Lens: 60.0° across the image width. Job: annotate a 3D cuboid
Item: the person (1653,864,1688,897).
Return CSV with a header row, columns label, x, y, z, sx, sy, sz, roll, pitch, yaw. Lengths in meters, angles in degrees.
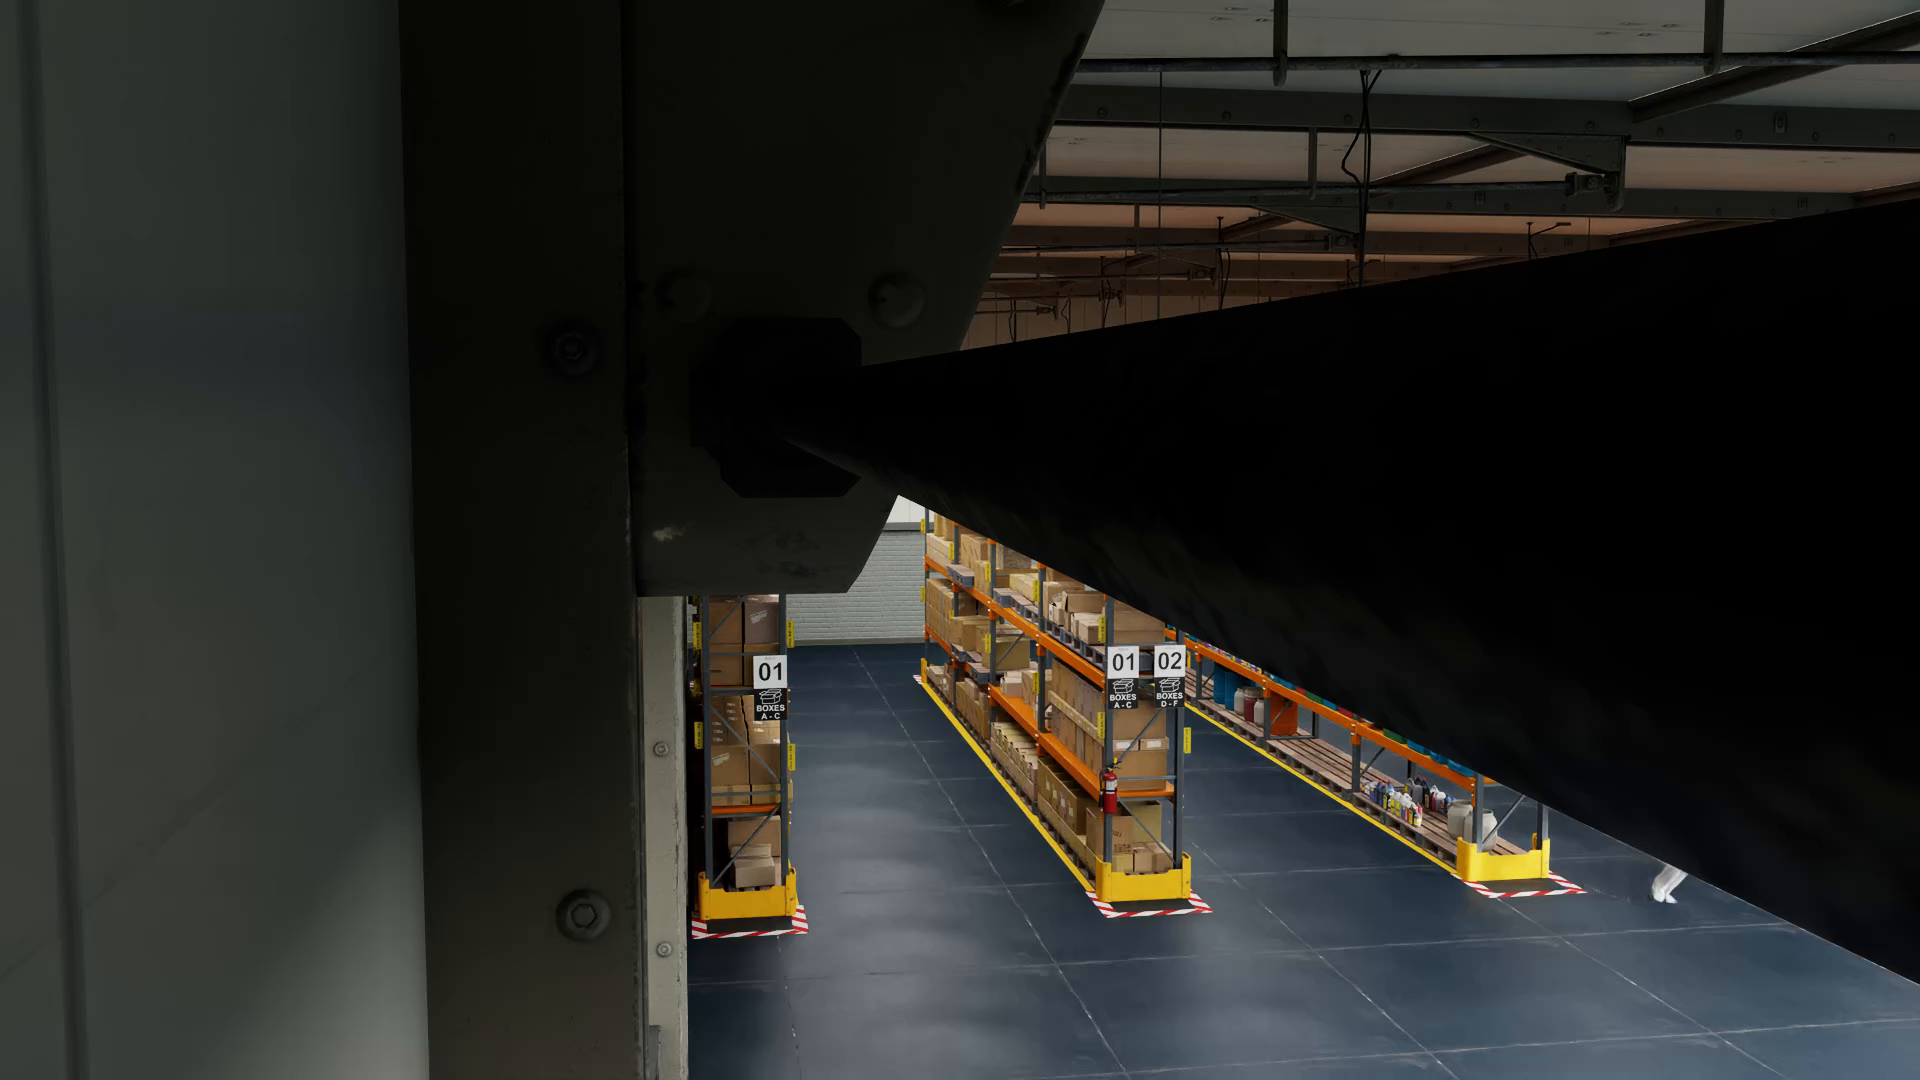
label,x,y,z,sx,sy,sz,roll,pitch,yaw
person,9.002,3.656,20.681,0.881,1.624,0.718,-3,6,-29
